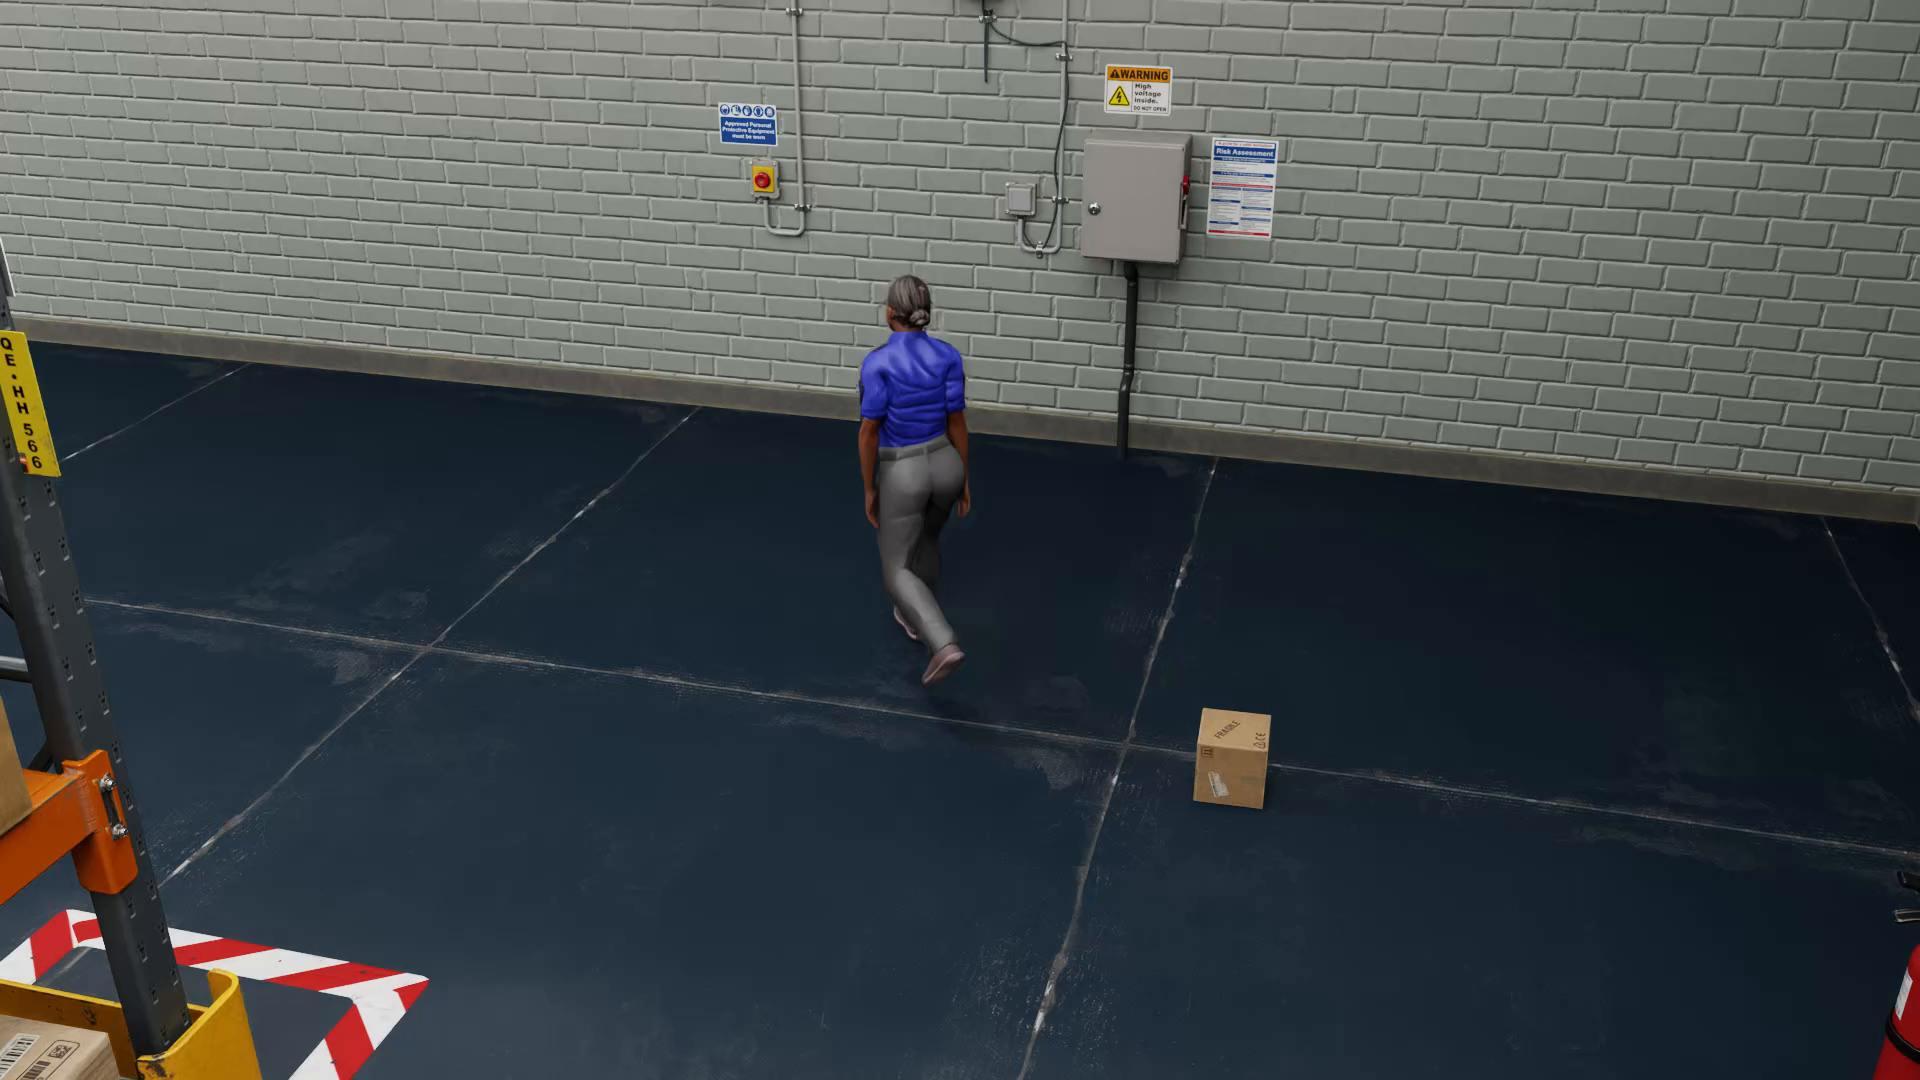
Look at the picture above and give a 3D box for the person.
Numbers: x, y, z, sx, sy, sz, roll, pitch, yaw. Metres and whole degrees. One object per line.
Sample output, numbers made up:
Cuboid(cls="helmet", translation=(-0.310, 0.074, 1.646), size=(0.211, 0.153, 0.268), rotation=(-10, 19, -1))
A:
Cuboid(cls="person", translation=(-0.154, -0.219, 6.577), size=(0.454, 1.607, 0.903), rotation=(-12, 28, -24))
